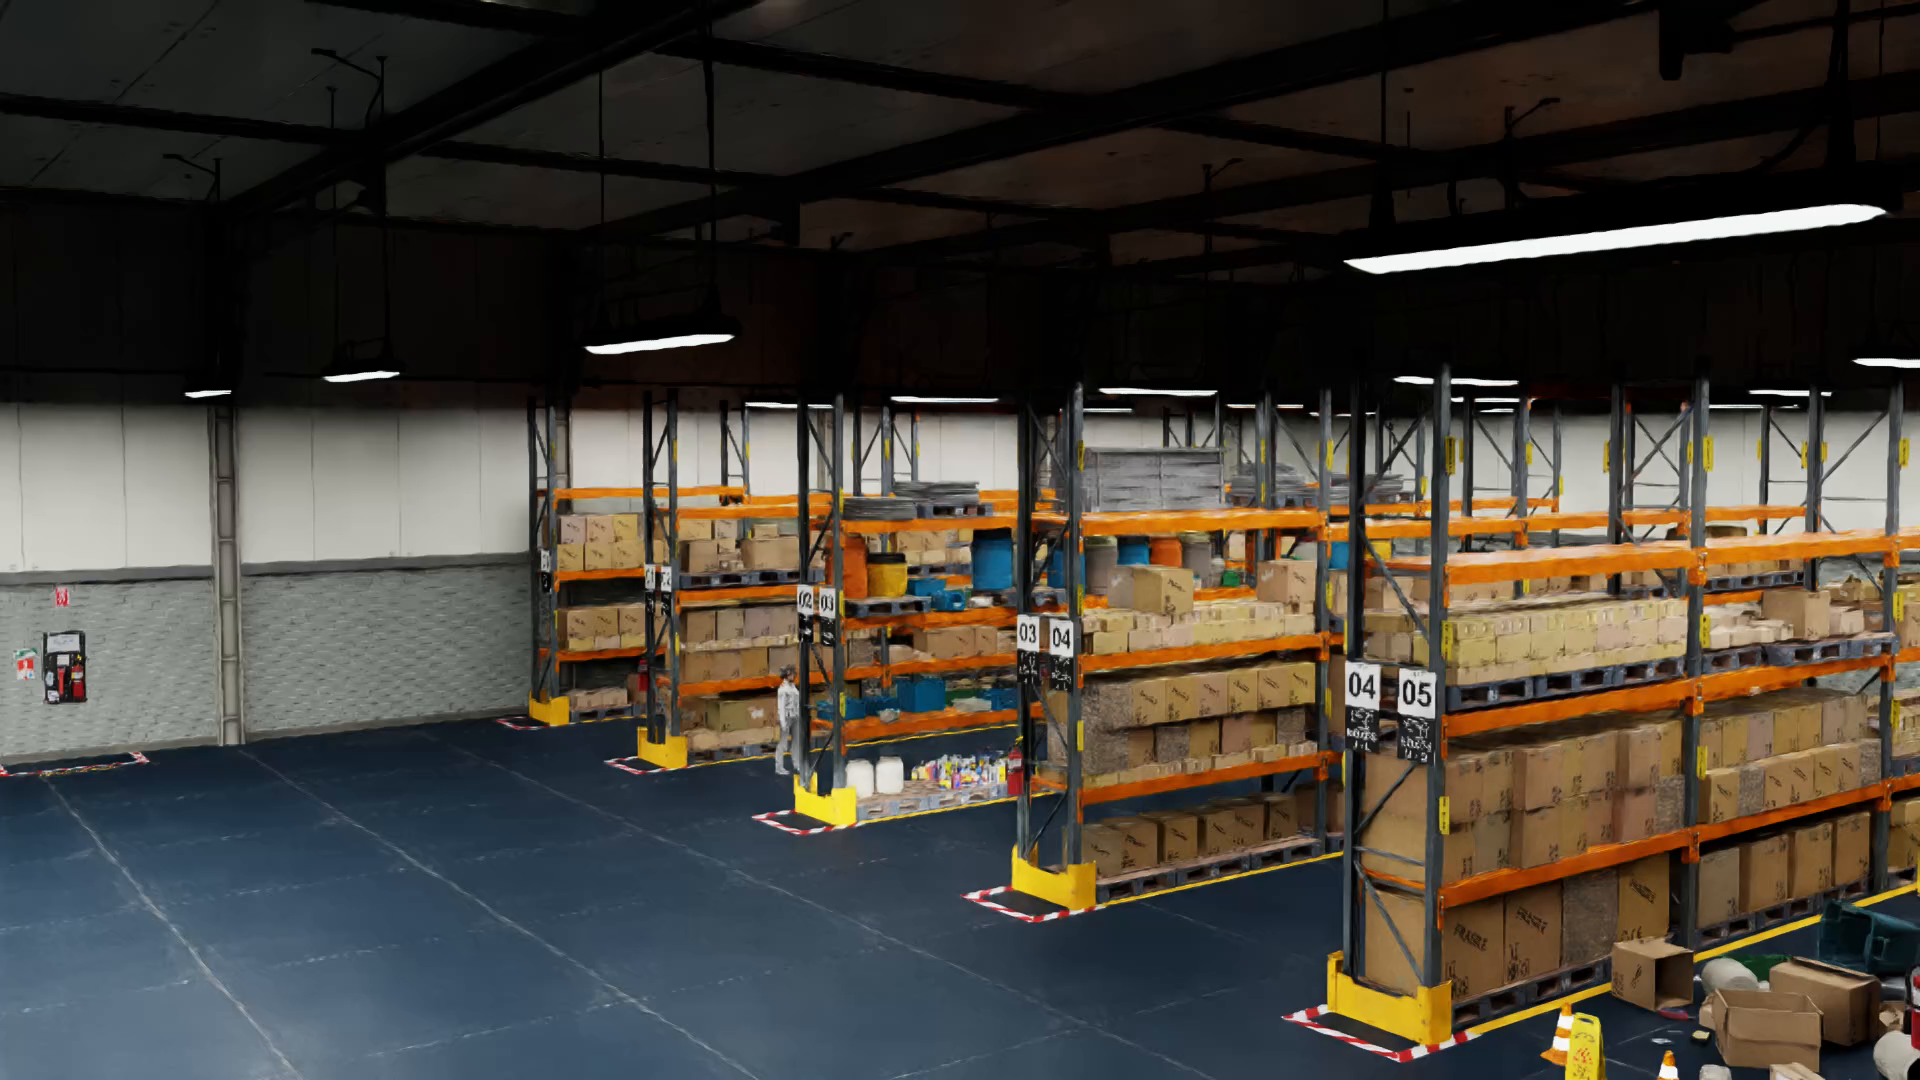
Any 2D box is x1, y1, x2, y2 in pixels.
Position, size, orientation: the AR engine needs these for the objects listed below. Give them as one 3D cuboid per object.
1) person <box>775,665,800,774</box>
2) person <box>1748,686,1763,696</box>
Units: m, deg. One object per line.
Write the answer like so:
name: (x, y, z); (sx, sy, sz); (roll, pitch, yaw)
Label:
person: (-2.632, 2.785, 25.905); (0.420, 1.677, 0.534); (2, 4, 26)
person: (11.316, 2.910, 23.581); (0.546, 1.733, 0.724); (-3, 4, -38)
